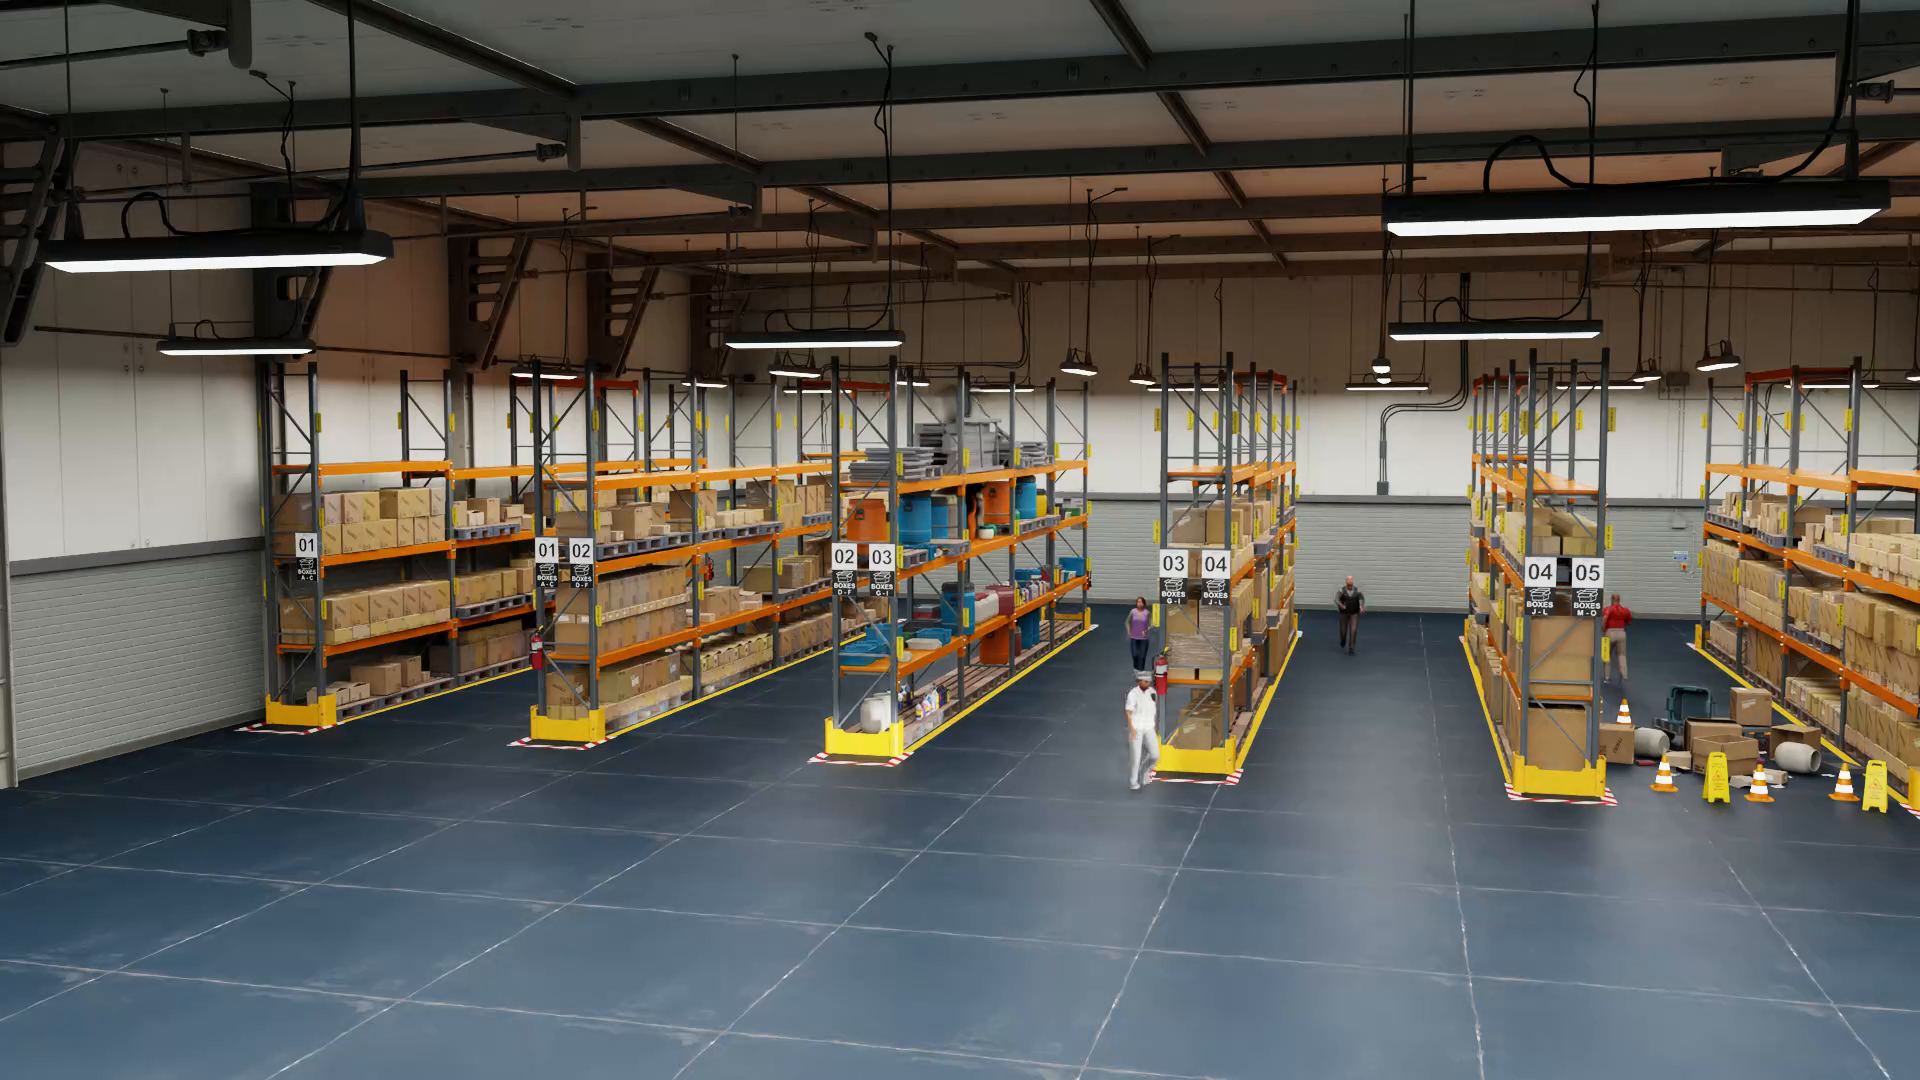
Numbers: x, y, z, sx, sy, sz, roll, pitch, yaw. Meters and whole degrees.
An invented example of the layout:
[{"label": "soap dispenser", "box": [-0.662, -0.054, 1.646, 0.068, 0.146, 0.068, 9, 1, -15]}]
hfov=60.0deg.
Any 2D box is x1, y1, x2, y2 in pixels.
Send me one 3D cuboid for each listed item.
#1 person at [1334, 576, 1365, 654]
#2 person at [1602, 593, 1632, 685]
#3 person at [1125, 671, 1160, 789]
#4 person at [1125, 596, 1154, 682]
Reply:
[{"label": "person", "box": [8.494, 1.615, 36.234, 0.669, 1.684, 0.760, 1, 4, 9]}, {"label": "person", "box": [12.467, 1.903, 31.623, 0.641, 1.768, 0.915, 0, 4, 6]}, {"label": "person", "box": [2.493, 2.588, 22.732, 0.583, 1.635, 0.589, -2, 4, -22]}, {"label": "person", "box": [3.257, 1.810, 30.192, 0.533, 1.566, 0.493, 1, 4, 10]}]
